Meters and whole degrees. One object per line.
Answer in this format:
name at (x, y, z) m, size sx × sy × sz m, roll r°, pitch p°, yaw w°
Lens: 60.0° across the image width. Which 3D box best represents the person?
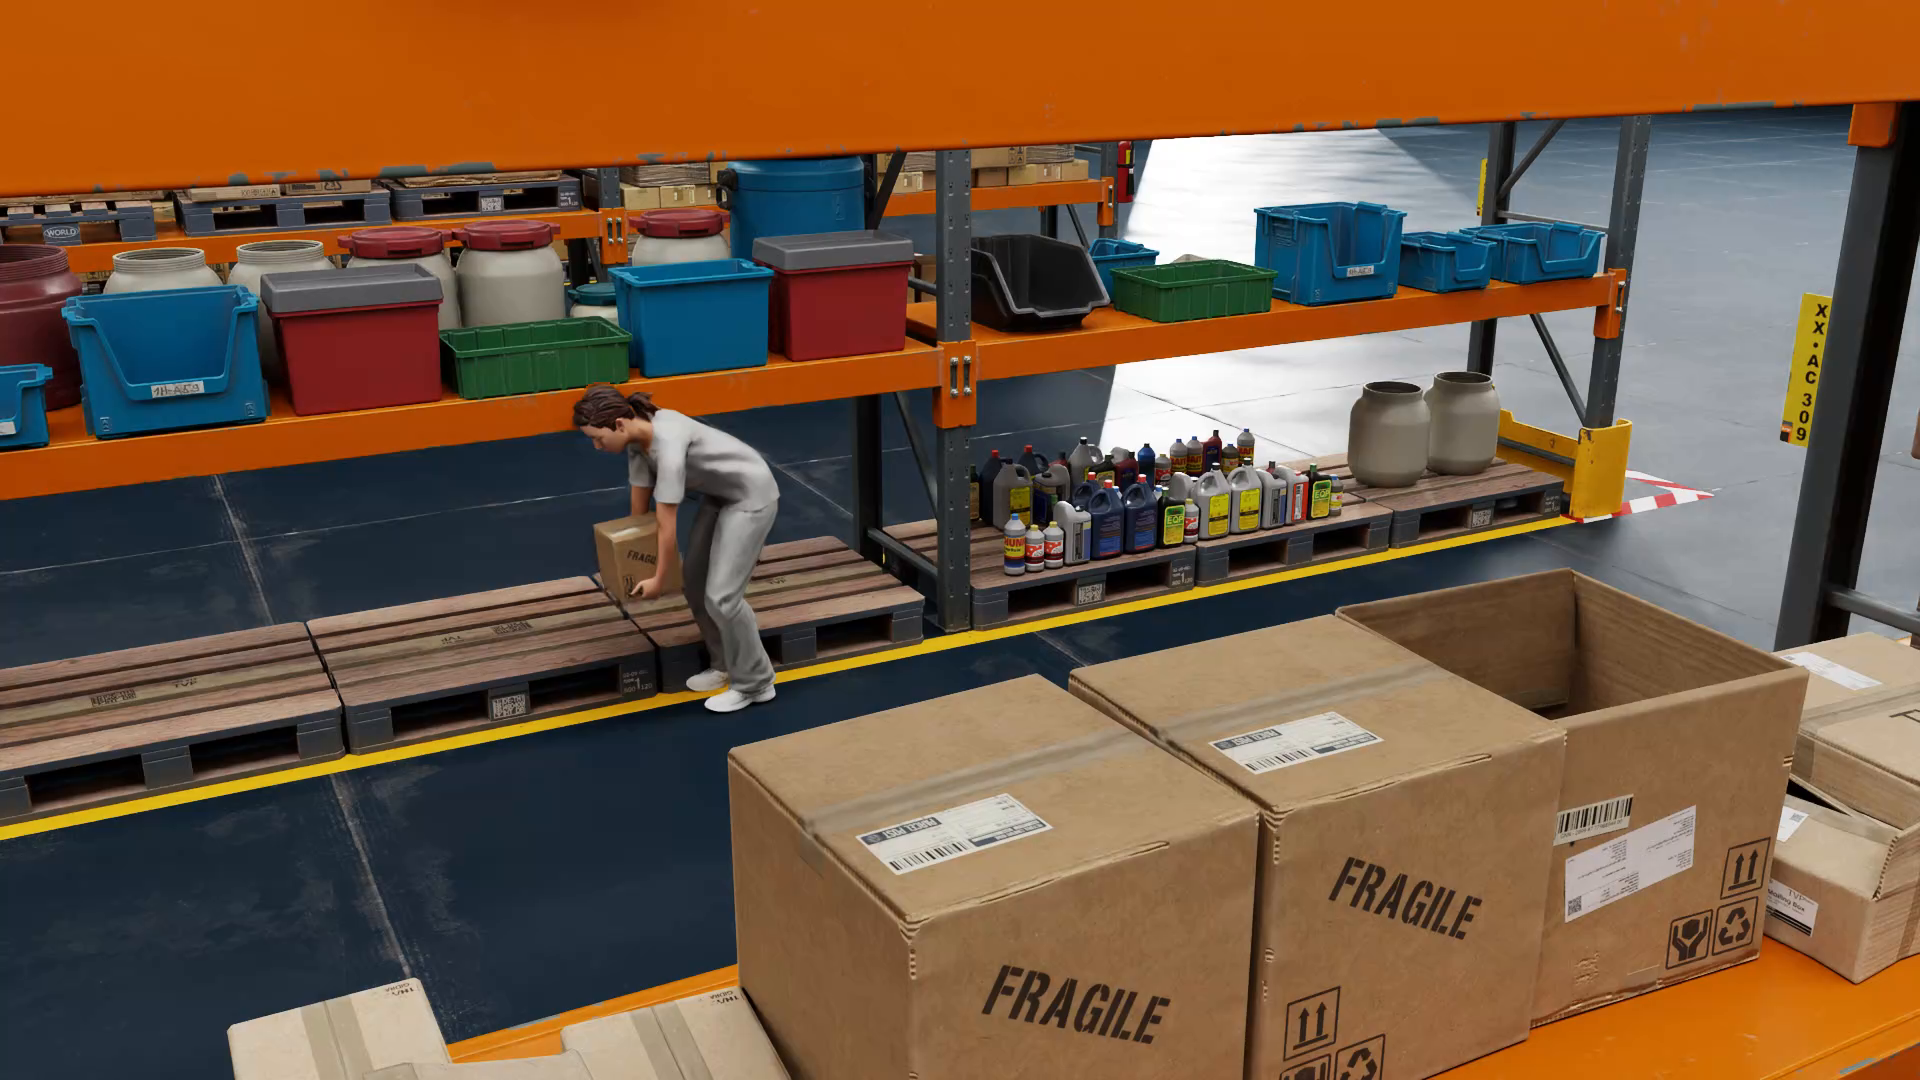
person at (-1.090, 0.021, 6.507) m, size 0.783 × 1.356 × 0.419 m, roll -10°, pitch 21°, yaw -28°
